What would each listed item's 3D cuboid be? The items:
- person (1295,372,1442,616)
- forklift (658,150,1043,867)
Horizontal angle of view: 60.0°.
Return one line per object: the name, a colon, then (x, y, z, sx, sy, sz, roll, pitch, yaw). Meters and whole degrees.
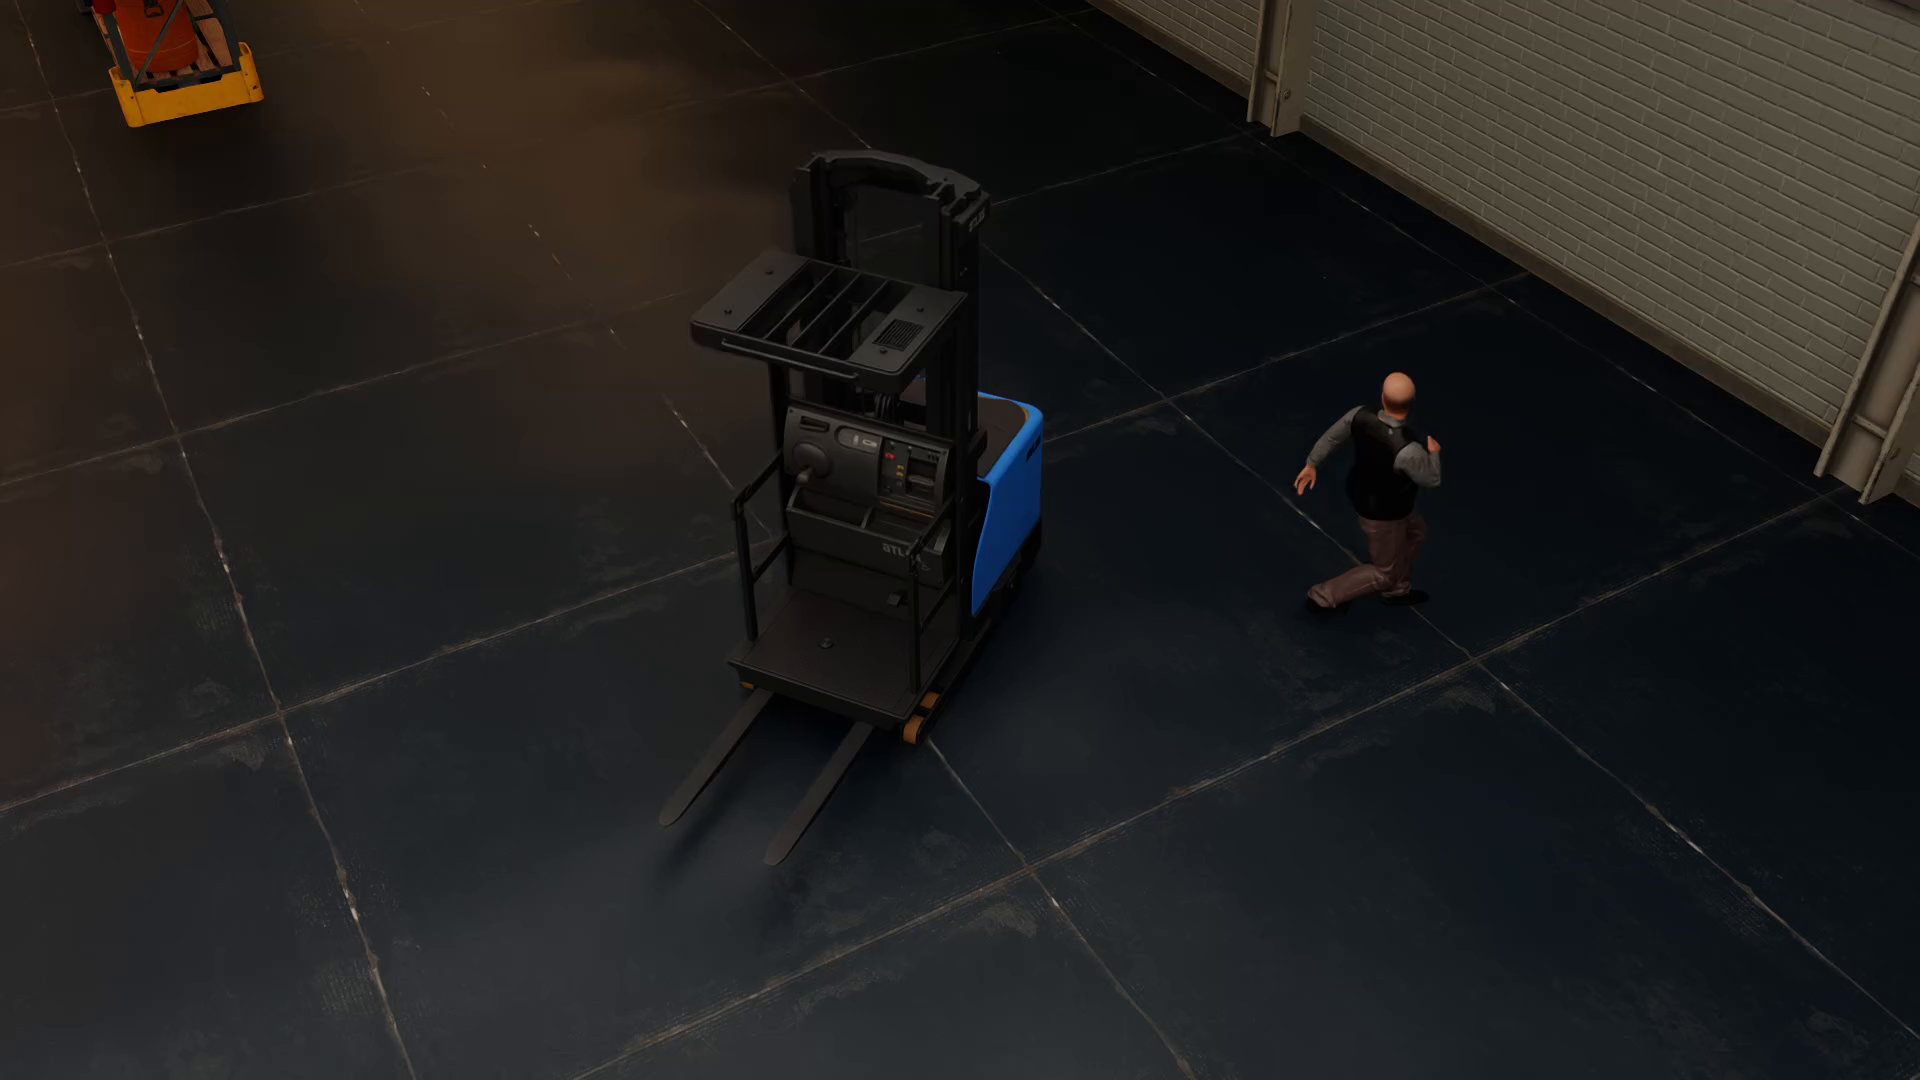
person: (2.367, -0.240, 9.367, 0.868, 1.638, 0.573, -5, 40, -6)
forklift: (-0.576, -0.338, 8.444, 1.130, 2.935, 3.031, 16, 42, 19)
